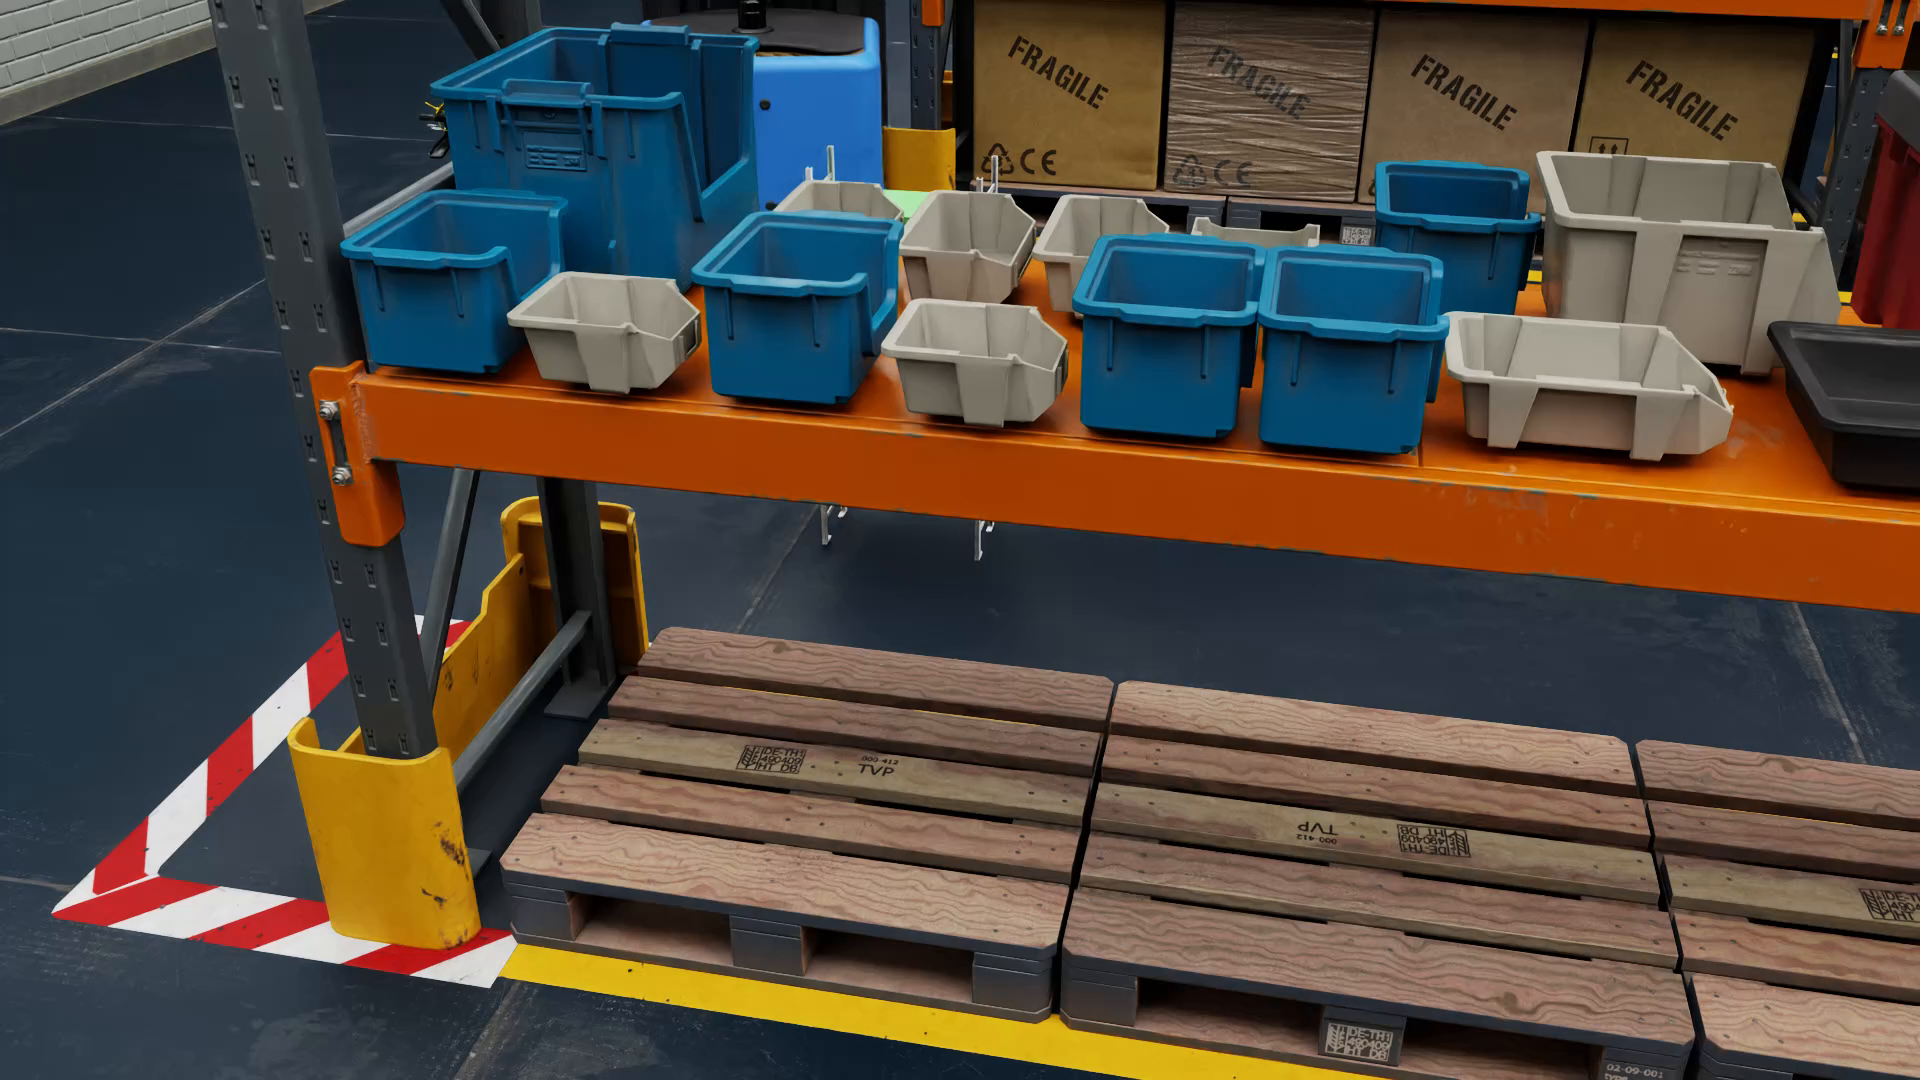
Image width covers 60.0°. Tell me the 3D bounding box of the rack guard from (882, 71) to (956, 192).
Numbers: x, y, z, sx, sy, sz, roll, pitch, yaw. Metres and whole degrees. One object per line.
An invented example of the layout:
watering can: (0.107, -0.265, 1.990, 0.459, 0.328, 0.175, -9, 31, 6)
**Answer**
rack guard: (-0.087, -1.944, 8.279, 0.348, 0.500, 1.175, 6, 29, 11)

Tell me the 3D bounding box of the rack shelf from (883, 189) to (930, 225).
rack shelf: (-0.162, -0.908, 4.792, 0.480, 0.148, 0.258, 6, 29, 11)

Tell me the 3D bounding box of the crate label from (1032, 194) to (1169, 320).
crate label: (0.295, -0.573, 3.385, 0.243, 0.136, 0.396, 6, 29, 11)

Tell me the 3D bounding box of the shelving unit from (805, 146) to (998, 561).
shelving unit: (-0.162, -0.543, 4.992, 0.503, 1.200, 0.258, 6, 29, 11)

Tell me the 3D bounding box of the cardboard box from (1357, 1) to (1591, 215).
cardboard box: (2.339, -2.083, 7.706, 0.875, 0.875, 0.875, 6, 29, 11)

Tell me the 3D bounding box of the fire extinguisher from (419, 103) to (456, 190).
fire extinguisher: (-1.150, -0.743, 3.952, 0.183, 0.674, 0.296, 6, 29, 11)

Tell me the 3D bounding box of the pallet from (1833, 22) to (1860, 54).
pallet: (5.745, -3.655, 11.707, 1.213, 0.211, 1.003, 6, 29, 11)

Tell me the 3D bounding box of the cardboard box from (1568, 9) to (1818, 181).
cardboard box: (3.220, -1.992, 7.541, 0.875, 0.875, 0.875, 6, 29, 11)

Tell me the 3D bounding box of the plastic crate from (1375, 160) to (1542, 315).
plastic crate: (0.964, -0.579, 3.296, 0.300, 0.233, 0.416, 6, 29, 11)

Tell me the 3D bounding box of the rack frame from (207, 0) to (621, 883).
rack frame: (-1.098, -0.711, 3.426, 0.127, 3.000, 1.000, 6, 29, 11)

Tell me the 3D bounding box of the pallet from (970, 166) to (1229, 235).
pallet: (0.735, -1.771, 8.265, 1.213, 0.211, 1.003, 6, 29, 11)

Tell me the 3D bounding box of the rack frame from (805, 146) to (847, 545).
rack frame: (-0.401, -0.567, 5.037, 0.015, 1.200, 0.240, 6, 29, 11)

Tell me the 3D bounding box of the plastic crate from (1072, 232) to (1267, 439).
plastic crate: (0.363, -0.353, 2.883, 0.300, 0.233, 0.416, 6, 29, 11)

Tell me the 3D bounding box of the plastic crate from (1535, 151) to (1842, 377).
plastic crate: (1.359, -0.524, 3.145, 0.530, 0.282, 0.437, 6, 29, 11)

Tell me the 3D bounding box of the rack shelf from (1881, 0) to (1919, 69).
rack shelf: (5.804, -2.120, 6.748, 4.000, 0.370, 1.077, 6, 29, 11)

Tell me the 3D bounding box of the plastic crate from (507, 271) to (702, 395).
plastic crate: (-0.629, -0.372, 3.018, 0.298, 0.136, 0.250, 6, 29, 11)

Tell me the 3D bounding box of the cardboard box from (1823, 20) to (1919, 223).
cardboard box: (4.478, -1.834, 7.251, 0.875, 0.875, 1.225, 6, 29, 11)

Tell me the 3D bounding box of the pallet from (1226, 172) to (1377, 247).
pallet: (1.924, -1.648, 8.040, 1.213, 0.211, 1.003, 6, 29, 11)

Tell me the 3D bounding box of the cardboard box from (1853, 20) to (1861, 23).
cardboard box: (6.168, -3.792, 11.219, 0.500, 0.500, 0.500, 7, 30, 13)

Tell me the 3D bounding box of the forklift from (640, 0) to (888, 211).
forklift: (-0.891, -2.901, 7.498, 1.130, 2.935, 3.031, -1, 29, -3)

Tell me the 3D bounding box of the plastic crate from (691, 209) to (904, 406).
plastic crate: (-0.281, -0.419, 3.004, 0.300, 0.233, 0.416, 6, 29, 11)

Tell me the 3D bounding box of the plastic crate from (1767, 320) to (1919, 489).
plastic crate: (1.663, -0.202, 2.720, 0.590, 0.125, 0.437, 6, 29, 11)

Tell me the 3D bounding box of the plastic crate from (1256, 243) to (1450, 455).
plastic crate: (0.656, -0.323, 2.828, 0.300, 0.233, 0.416, 6, 29, 11)

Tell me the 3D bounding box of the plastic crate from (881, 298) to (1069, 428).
plastic crate: (0.035, -0.304, 2.893, 0.298, 0.136, 0.250, 6, 29, 11)

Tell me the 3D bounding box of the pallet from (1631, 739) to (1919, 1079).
pallet: (2.087, 0.857, 3.464, 1.213, 0.211, 1.003, 6, 29, 11)

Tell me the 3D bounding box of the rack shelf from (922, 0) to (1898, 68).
rack shelf: (1.892, -2.521, 7.481, 4.000, 0.370, 1.077, 6, 29, 11)

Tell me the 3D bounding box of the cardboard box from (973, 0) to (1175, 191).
cardboard box: (0.579, -2.263, 8.035, 0.875, 0.875, 0.875, 6, 29, 11)

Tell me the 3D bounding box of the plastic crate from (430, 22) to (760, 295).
plastic crate: (-0.731, -0.807, 3.502, 0.499, 0.435, 0.616, 6, 29, 11)

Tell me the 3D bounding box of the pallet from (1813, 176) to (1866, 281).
pallet: (4.619, -1.371, 7.535, 1.213, 0.211, 1.003, 6, 29, 11)

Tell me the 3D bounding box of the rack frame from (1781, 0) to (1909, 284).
rack frame: (3.848, -2.636, 6.942, 0.127, 3.000, 1.000, 6, 29, 11)

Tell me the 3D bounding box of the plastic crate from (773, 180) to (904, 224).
plastic crate: (-0.262, -0.625, 3.481, 0.243, 0.136, 0.396, 6, 29, 11)

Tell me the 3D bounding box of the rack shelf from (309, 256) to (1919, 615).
rack shelf: (0.858, -0.195, 3.232, 4.000, 0.370, 1.077, 6, 29, 11)

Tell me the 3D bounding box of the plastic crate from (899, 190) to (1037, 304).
plastic crate: (0.018, -0.590, 3.415, 0.243, 0.136, 0.396, 6, 29, 11)

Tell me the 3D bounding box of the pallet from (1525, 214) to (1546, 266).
pallet: (3.121, -1.526, 7.818, 1.213, 0.211, 1.003, 6, 29, 11)

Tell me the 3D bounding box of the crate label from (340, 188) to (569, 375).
crate label: (-0.925, -0.485, 3.124, 0.303, 0.233, 0.416, 6, 29, 11)

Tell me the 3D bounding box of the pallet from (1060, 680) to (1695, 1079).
pallet: (0.890, 0.736, 3.686, 1.213, 0.211, 1.003, 6, 29, 11)

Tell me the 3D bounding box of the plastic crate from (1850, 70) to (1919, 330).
plastic crate: (1.993, -0.572, 3.042, 0.583, 0.464, 0.402, 6, 29, 11)

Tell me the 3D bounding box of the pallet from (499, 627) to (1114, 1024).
pallet: (-0.299, 0.613, 3.911, 1.213, 0.211, 1.003, 6, 29, 11)

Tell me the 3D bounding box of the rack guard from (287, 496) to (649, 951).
rack guard: (-1.124, 0.389, 4.020, 0.348, 0.500, 1.175, 6, 29, 11)

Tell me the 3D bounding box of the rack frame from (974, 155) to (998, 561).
rack frame: (0.077, -0.518, 4.948, 0.015, 1.200, 0.240, 6, 29, 11)

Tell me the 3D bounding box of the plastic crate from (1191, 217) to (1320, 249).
plastic crate: (0.589, -0.552, 3.347, 0.250, 0.136, 0.298, 6, 29, 11)

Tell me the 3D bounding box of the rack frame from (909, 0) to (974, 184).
rack frame: (-0.063, -3.038, 7.675, 0.127, 3.000, 1.000, 6, 29, 11)

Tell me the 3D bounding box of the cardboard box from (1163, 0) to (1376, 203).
cardboard box: (1.469, -2.172, 7.869, 0.875, 0.875, 0.875, 6, 29, 11)

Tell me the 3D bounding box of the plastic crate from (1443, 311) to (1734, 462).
plastic crate: (1.048, -0.254, 2.803, 0.466, 0.136, 0.293, 6, 29, 11)
